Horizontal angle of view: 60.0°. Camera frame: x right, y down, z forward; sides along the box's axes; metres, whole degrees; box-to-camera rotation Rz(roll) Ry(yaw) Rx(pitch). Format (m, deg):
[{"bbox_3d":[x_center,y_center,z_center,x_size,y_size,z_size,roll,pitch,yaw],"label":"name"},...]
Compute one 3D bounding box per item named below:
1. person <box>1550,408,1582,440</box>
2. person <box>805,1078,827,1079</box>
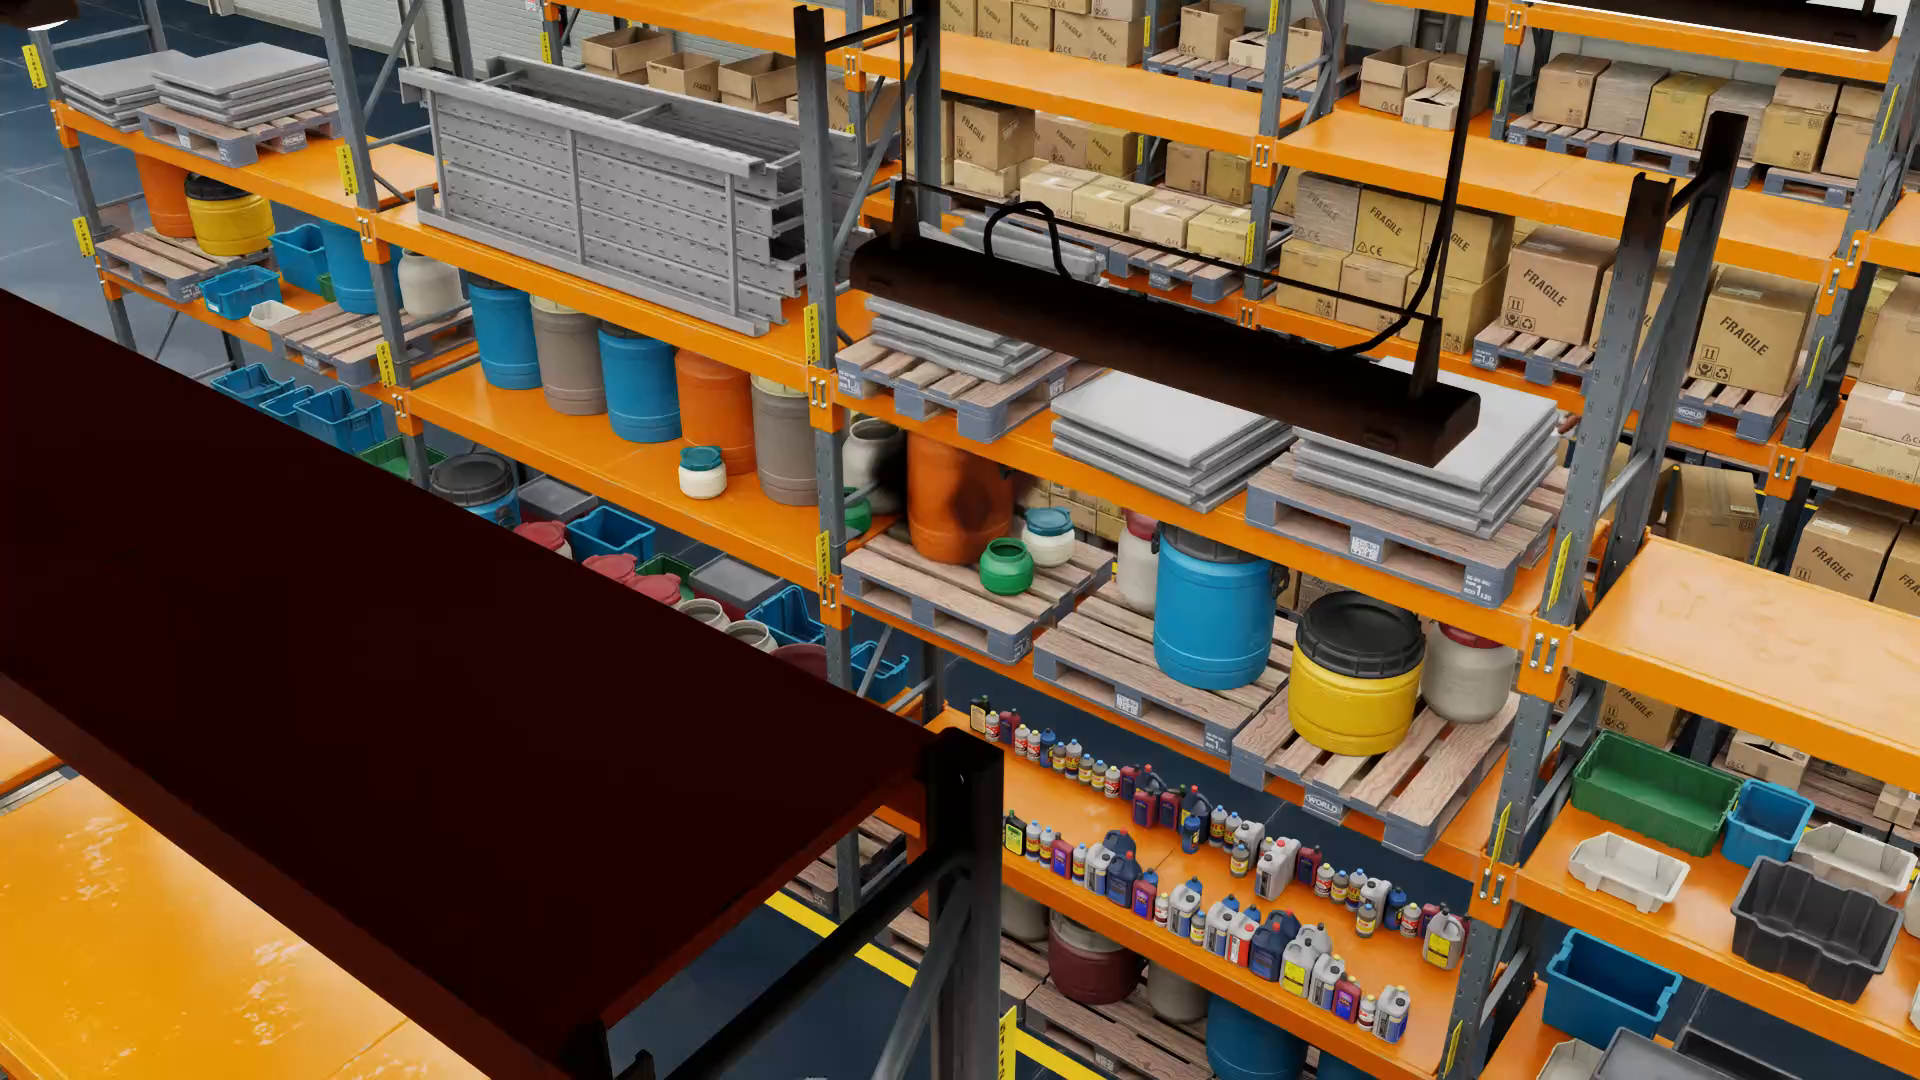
[{"bbox_3d":[5.364,-1.008,15.315,0.730,1.768,0.634,1,31,2],"label":"person"},{"bbox_3d":[-0.666,3.296,8.292,0.380,1.673,0.547,-27,40,-36],"label":"person"}]
